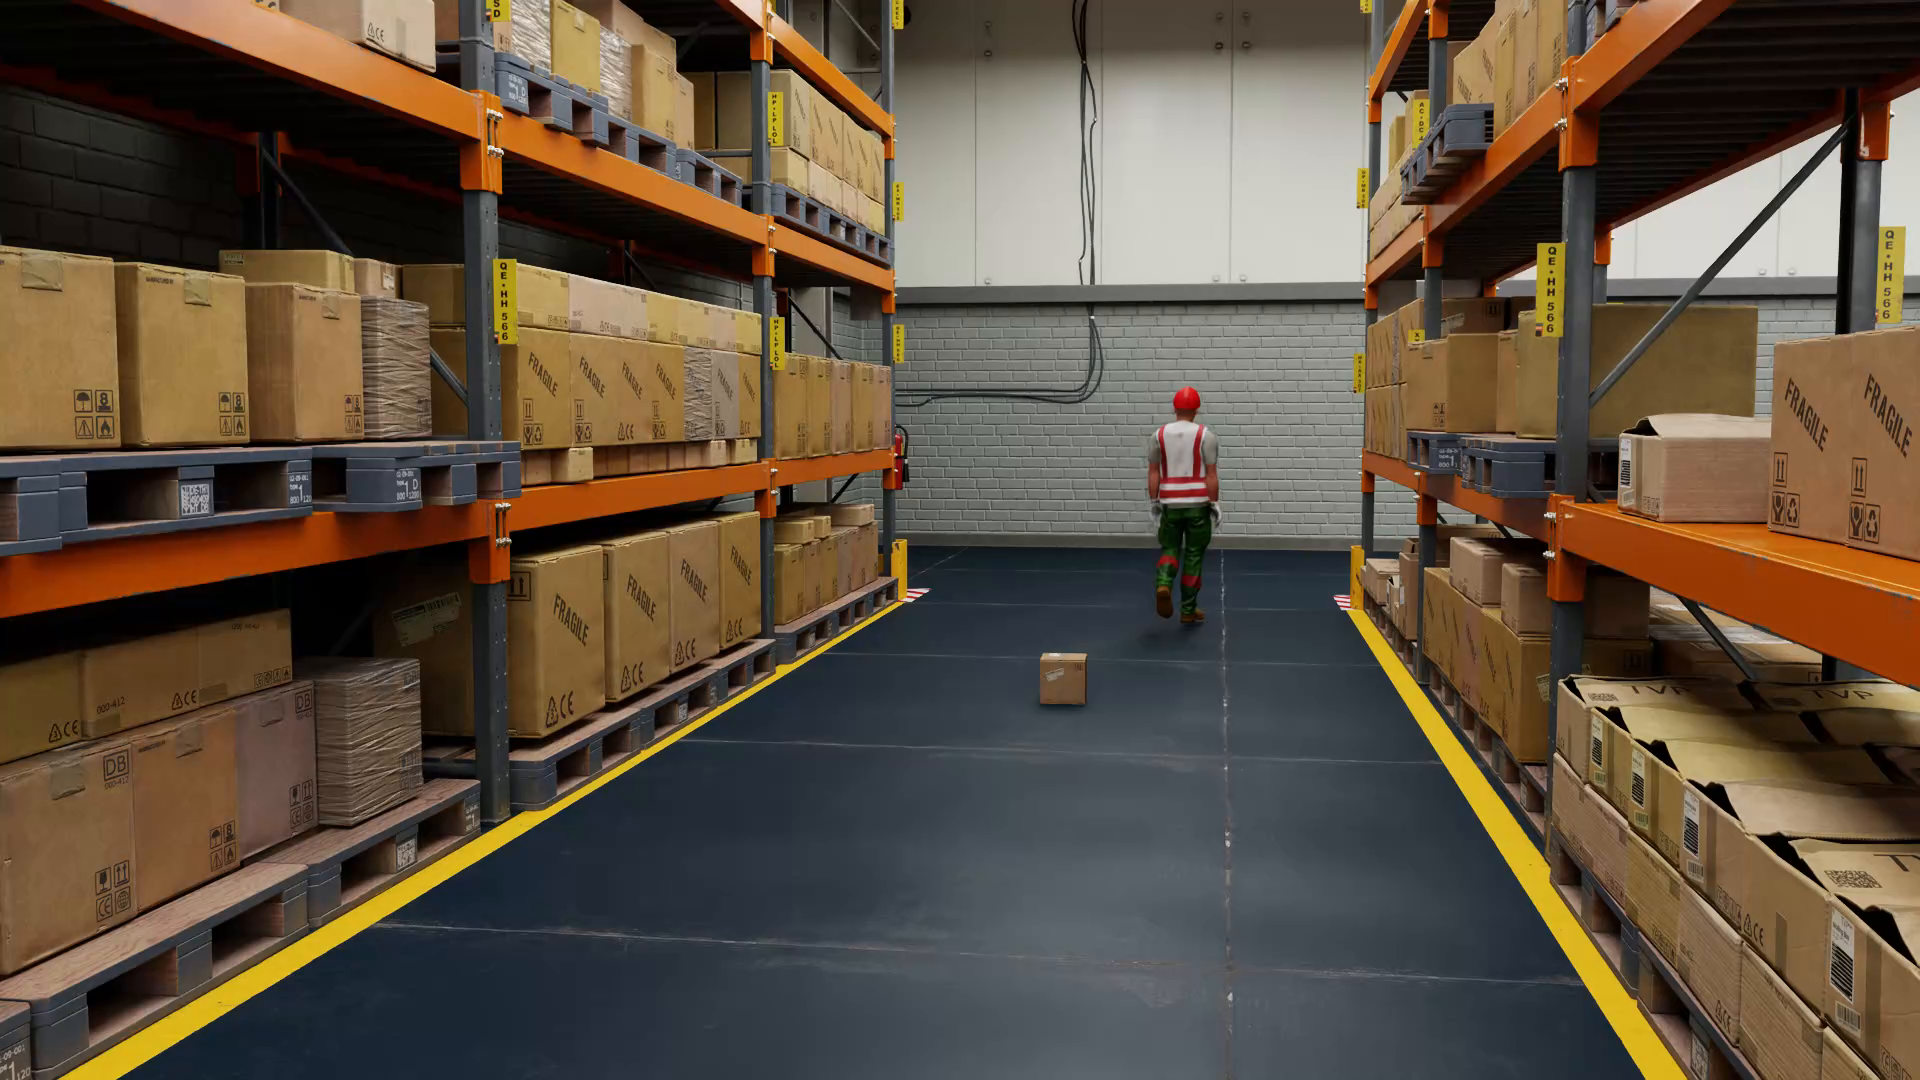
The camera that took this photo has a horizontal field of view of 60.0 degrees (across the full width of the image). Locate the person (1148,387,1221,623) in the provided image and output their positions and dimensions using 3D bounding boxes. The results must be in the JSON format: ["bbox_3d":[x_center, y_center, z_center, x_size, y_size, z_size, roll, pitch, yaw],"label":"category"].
[{"bbox_3d":[1.690,-0.261,12.524,0.545,1.778,0.545,2,5,23],"label":"person"}]
